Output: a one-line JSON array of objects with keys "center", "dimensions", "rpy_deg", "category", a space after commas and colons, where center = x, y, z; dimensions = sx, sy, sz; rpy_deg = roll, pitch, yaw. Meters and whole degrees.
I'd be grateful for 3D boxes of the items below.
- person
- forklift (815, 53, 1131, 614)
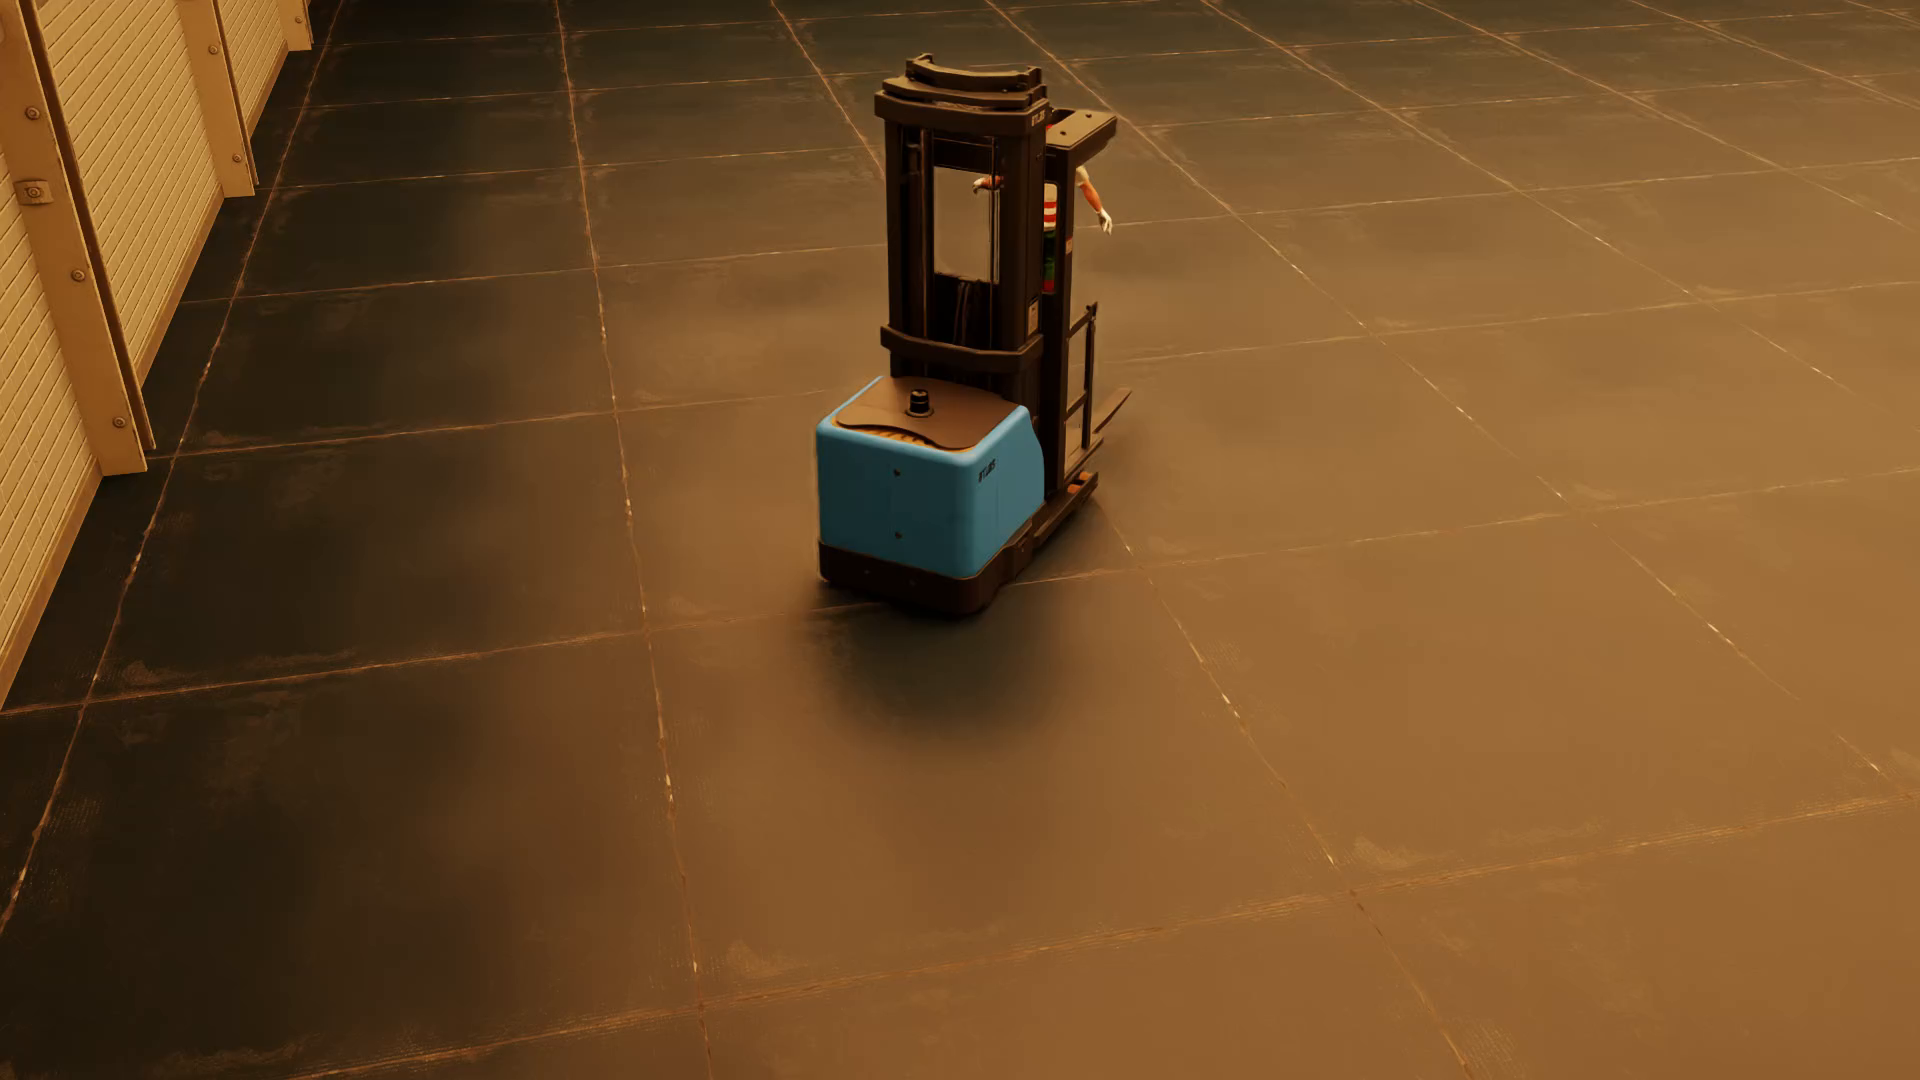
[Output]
[{"center": [0.656, -2.540, 13.153], "dimensions": [1.011, 1.766, 0.731], "rpy_deg": [-7, 31, -11], "category": "person"}, {"center": [0.258, -1.553, 10.258], "dimensions": [1.130, 2.935, 3.031], "rpy_deg": [14, 33, 22], "category": "forklift"}]
